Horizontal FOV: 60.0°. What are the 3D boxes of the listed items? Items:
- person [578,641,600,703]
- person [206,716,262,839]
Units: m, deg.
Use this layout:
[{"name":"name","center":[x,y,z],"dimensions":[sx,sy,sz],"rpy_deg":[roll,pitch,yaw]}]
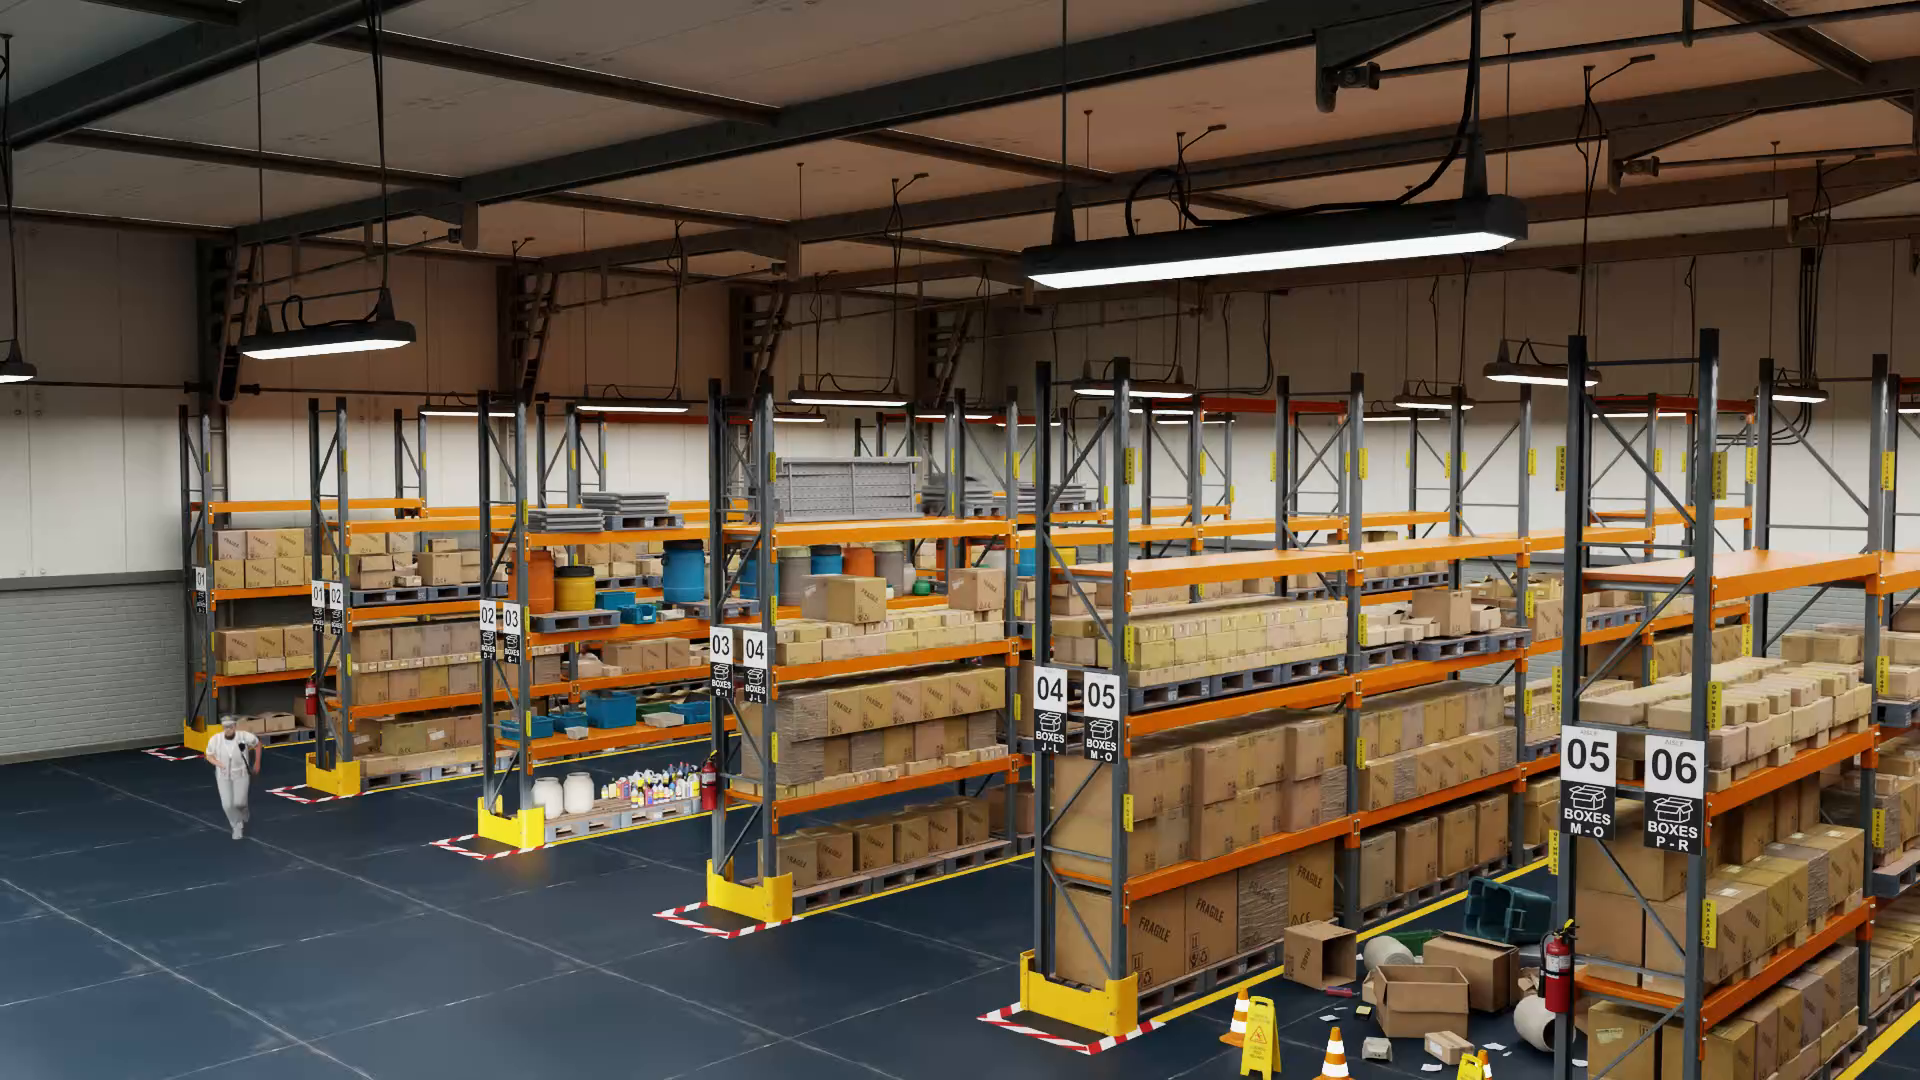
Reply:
[{"name":"person","center":[-7.147,2.708,31.650],"dimensions":[0.534,1.561,0.576],"rpy_deg":[2,3,30]},{"name":"person","center":[-9.713,3.160,22.239],"dimensions":[0.653,1.702,0.752],"rpy_deg":[-1,3,-12]}]
